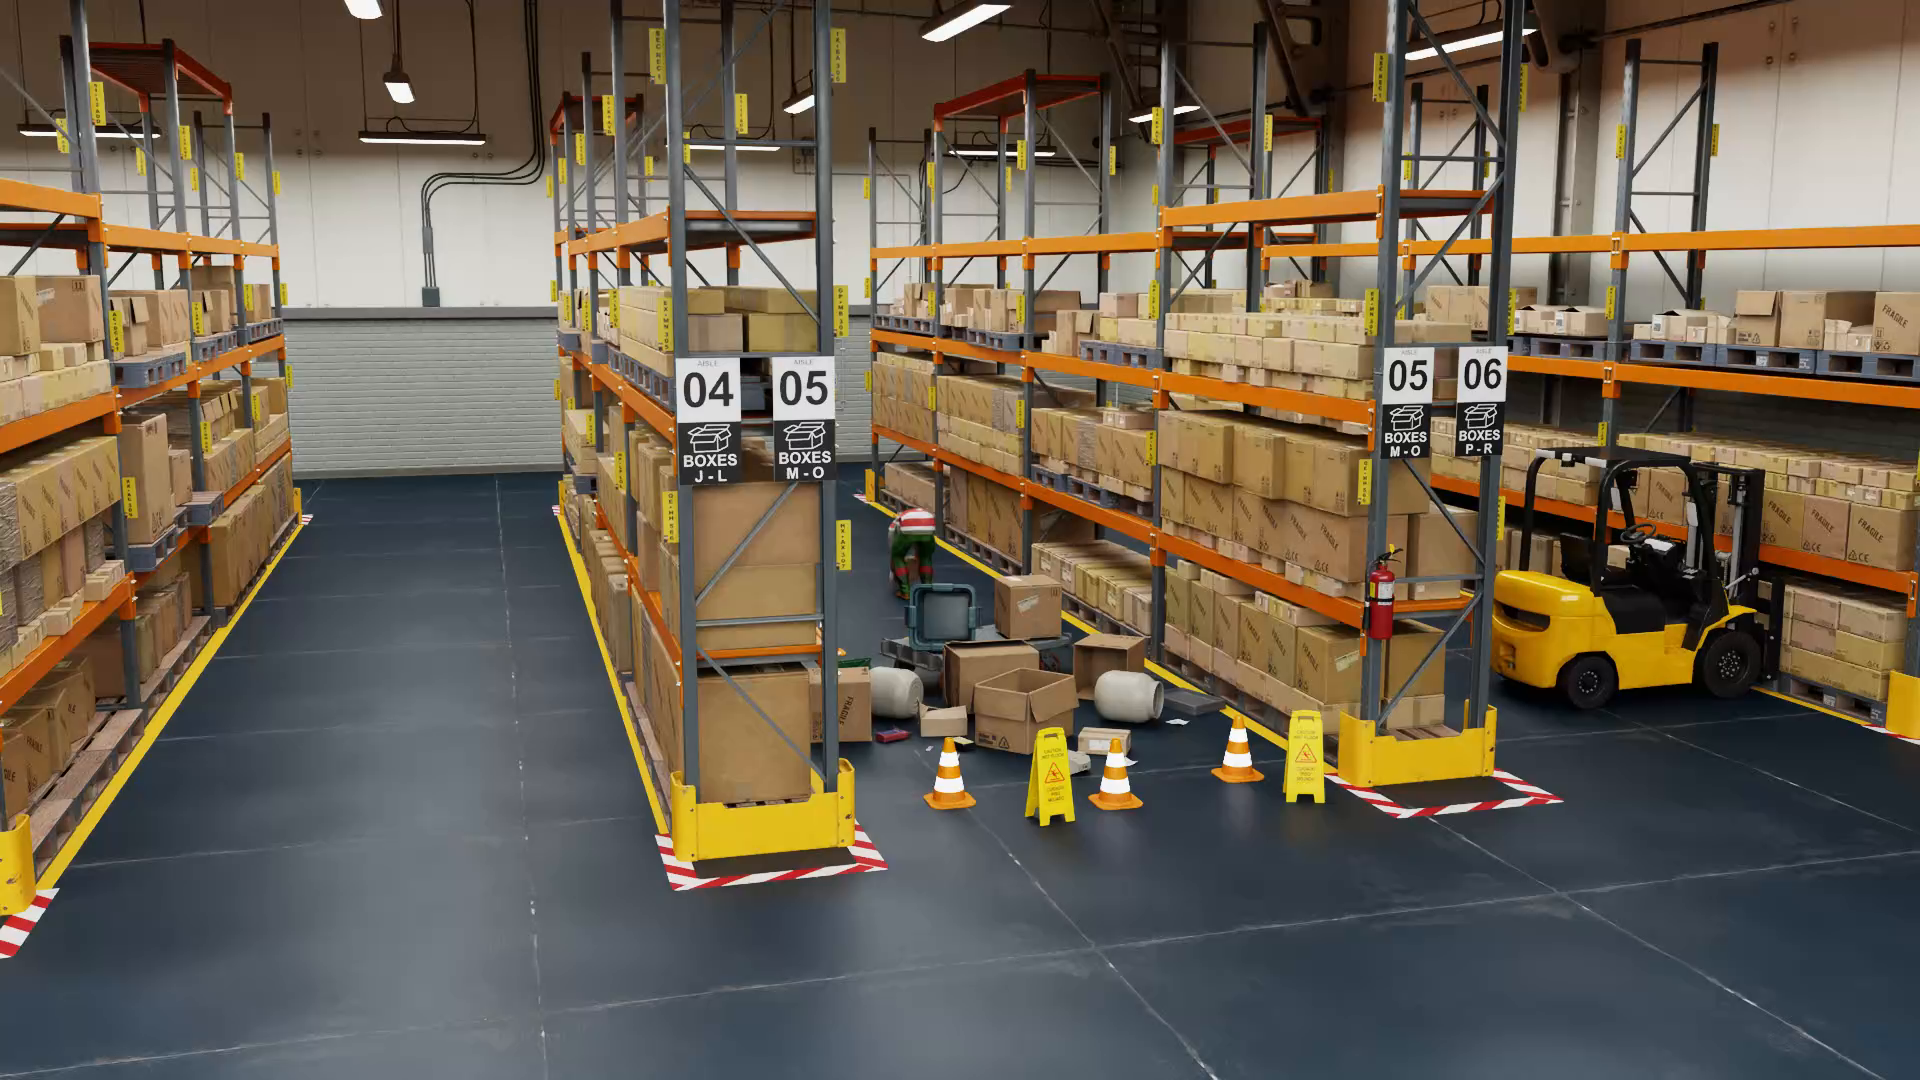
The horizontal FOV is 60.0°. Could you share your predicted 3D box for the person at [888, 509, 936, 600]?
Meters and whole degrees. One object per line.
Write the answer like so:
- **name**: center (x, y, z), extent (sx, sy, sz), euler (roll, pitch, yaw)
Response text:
- **person**: center (-0.588, 0.123, 19.384), extent (0.522, 1.036, 0.957), euler (-3, 10, -19)
